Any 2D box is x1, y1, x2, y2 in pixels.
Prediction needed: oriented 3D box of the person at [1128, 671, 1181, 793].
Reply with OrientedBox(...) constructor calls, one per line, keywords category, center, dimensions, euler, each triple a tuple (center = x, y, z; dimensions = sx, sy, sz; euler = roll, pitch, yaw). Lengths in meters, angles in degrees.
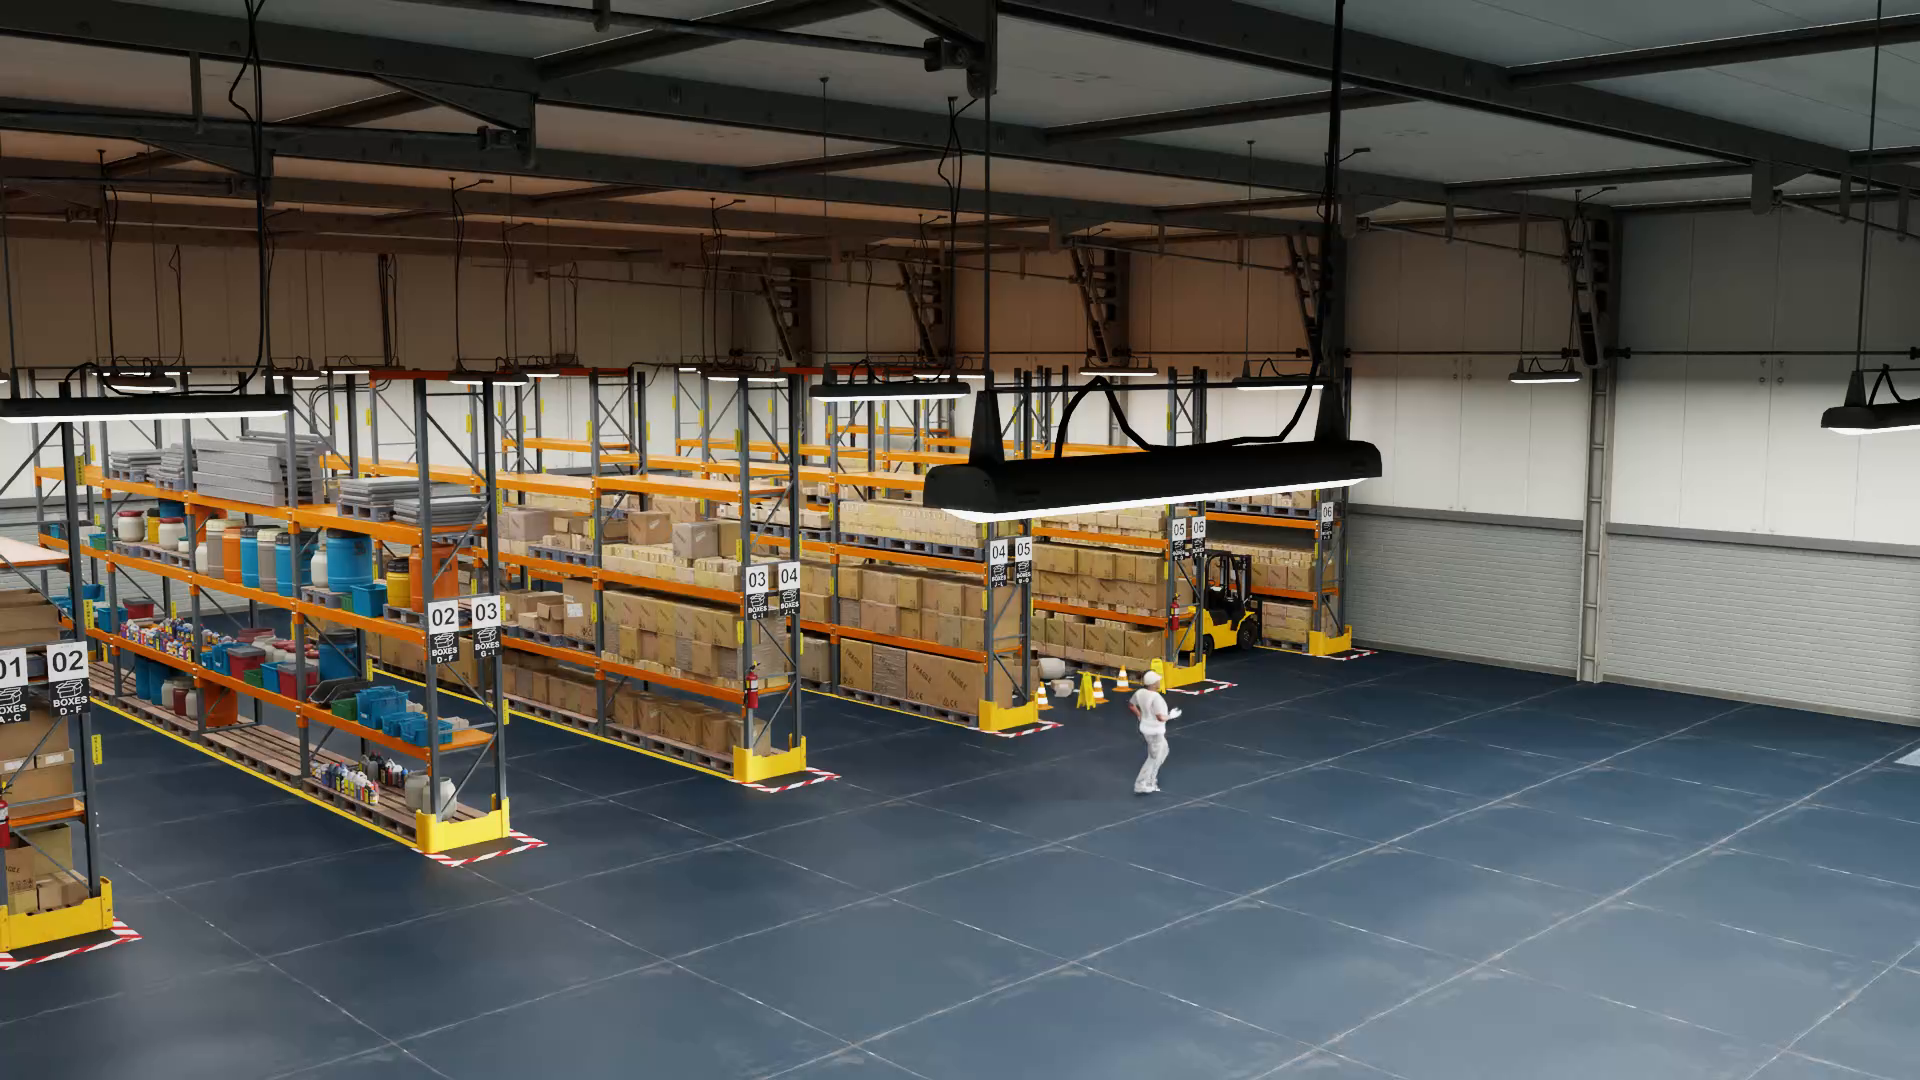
OrientedBox(category="person", center=(2.809, 2.767, 23.844), dimensions=(0.671, 1.805, 0.657), euler=(-2, 7, -14))
